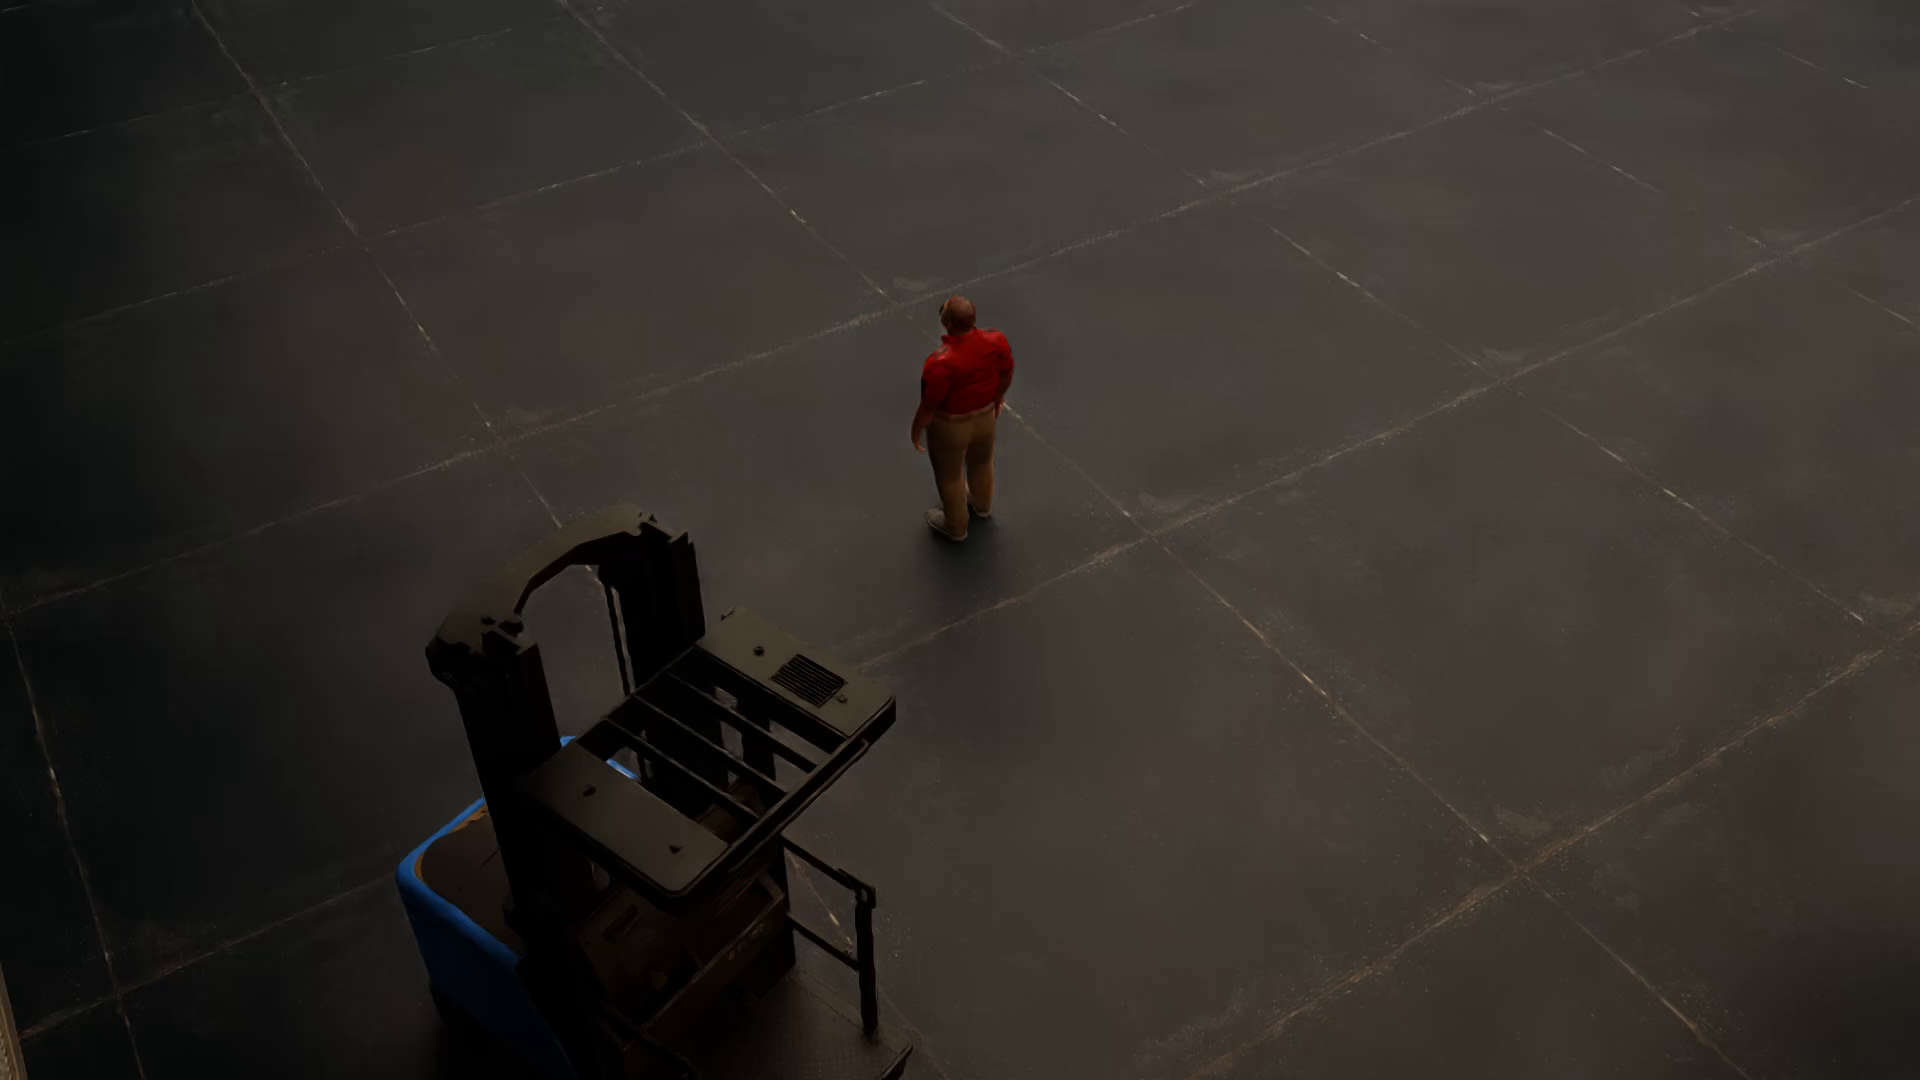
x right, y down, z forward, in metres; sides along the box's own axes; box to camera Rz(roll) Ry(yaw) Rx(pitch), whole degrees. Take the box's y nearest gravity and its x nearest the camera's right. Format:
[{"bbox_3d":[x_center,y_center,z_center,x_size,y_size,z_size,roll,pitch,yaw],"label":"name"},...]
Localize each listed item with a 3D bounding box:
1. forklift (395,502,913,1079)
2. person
[{"bbox_3d":[-0.898,1.405,6.263,3.031,2.935,1.130,27,48,27],"label":"forklift"},{"bbox_3d":[-0.038,-0.740,9.561,0.640,1.727,0.550,-23,46,-24],"label":"person"}]
